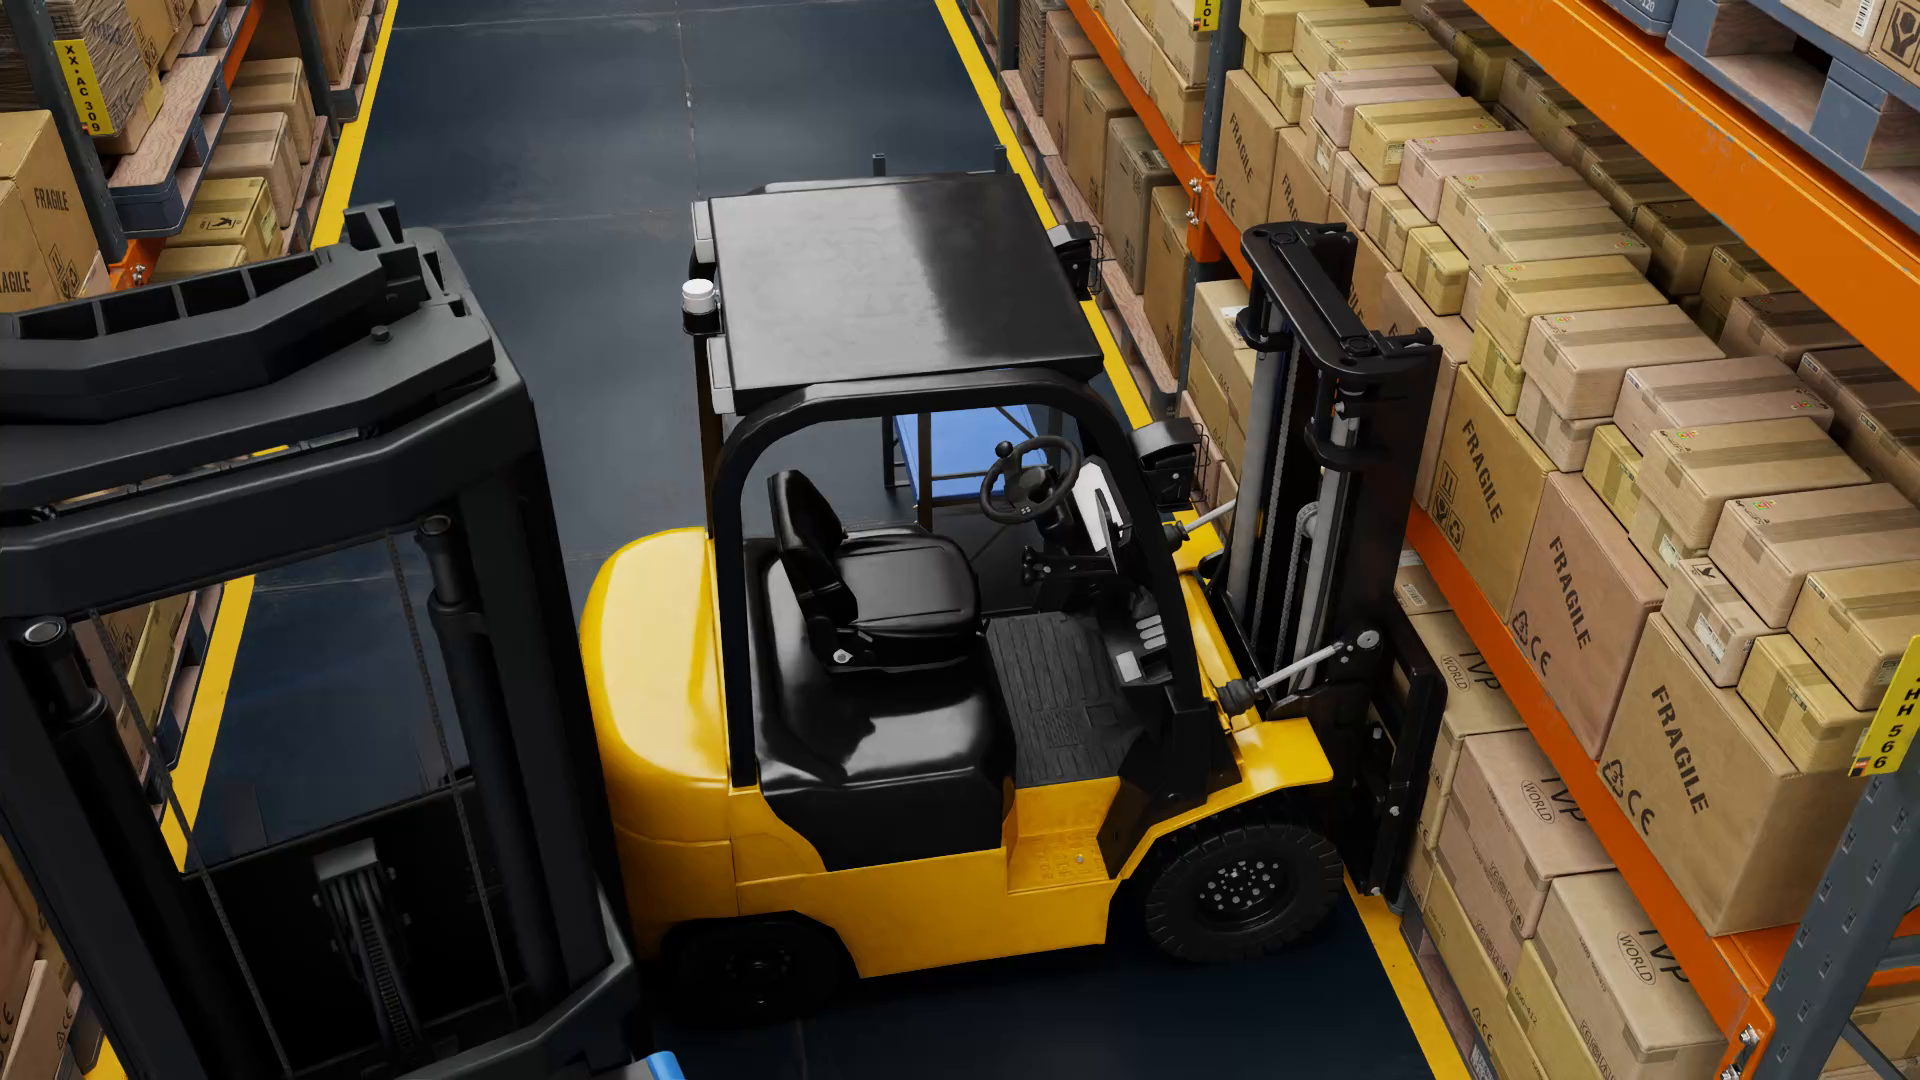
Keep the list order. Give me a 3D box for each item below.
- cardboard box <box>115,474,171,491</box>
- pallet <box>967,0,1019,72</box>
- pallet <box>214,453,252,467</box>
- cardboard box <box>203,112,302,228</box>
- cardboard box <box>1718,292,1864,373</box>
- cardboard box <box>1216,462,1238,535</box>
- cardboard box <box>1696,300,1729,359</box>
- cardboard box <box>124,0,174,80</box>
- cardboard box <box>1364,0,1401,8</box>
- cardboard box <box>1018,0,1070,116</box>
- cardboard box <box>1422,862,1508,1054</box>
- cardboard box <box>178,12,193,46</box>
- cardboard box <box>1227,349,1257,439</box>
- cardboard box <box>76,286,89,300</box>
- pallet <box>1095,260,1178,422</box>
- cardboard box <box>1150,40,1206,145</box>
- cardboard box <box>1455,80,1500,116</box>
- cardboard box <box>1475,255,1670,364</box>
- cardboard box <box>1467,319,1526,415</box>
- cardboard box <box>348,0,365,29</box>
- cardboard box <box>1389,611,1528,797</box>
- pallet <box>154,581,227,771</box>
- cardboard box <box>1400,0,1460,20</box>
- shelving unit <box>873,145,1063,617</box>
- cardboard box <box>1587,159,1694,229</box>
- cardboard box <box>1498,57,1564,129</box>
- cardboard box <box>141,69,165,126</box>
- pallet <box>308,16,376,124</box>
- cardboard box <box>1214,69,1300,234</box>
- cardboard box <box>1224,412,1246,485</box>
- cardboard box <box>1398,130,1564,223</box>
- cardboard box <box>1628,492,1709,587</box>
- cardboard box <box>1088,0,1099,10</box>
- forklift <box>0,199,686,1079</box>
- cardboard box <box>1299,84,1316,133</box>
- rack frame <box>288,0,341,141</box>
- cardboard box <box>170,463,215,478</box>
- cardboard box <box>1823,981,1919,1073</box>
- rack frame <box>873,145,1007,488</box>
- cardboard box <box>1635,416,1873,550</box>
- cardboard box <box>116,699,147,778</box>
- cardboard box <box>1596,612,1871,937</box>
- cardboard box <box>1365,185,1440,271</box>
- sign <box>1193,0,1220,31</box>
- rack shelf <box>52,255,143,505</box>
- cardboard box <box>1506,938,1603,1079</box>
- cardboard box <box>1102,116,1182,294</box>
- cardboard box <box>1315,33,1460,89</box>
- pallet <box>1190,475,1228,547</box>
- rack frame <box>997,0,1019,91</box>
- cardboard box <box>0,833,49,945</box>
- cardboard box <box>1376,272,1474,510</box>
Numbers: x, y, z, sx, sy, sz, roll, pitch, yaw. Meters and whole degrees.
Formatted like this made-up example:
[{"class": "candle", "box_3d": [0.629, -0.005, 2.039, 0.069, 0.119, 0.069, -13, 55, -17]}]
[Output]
[{"class": "cardboard box", "box_3d": [-3.084, -0.147, 5.782, 0.500, 0.500, 0.500, -7, 38, -9]}, {"class": "pallet", "box_3d": [0.639, -3.405, 10.961, 1.003, 0.211, 1.213, -6, 38, -8]}, {"class": "pallet", "box_3d": [-3.590, -0.468, 7.180, 1.003, 0.211, 1.213, -6, 38, -8]}, {"class": "cardboard box", "box_3d": [-3.927, -1.856, 8.494, 0.950, 0.372, 0.625, -7, 38, -9]}, {"class": "cardboard box", "box_3d": [2.114, -0.485, 4.077, 0.380, 0.149, 0.250, -5, 38, -7]}, {"class": "cardboard box", "box_3d": [1.297, -0.082, 6.310, 0.500, 0.250, 0.500, -7, 38, -9]}, {"class": "cardboard box", "box_3d": [2.175, -0.532, 4.380, 0.380, 0.149, 0.250, -5, 38, -6]}, {"class": "cardboard box", "box_3d": [-3.341, -2.038, 6.263, 0.500, 0.500, 0.500, -6, 38, -8]}, {"class": "cardboard box", "box_3d": [1.583, -2.166, 6.483, 0.380, 0.149, 0.250, -7, 38, -9]}, {"class": "cardboard box", "box_3d": [0.828, -2.901, 9.633, 0.875, 0.625, 0.625, -5, 38, -7]}, {"class": "cardboard box", "box_3d": [1.664, 1.149, 4.724, 0.500, 0.250, 0.500, -6, 38, -8]}, {"class": "cardboard box", "box_3d": [-3.444, -2.158, 6.945, 0.380, 0.149, 0.250, -6, 38, -8]}, {"class": "cardboard box", "box_3d": [1.289, -0.474, 6.000, 0.500, 0.250, 0.500, -6, 38, -8]}, {"class": "cardboard box", "box_3d": [-3.045, -0.689, 5.396, 0.380, 0.149, 0.250, -5, 38, -7]}, {"class": "pallet", "box_3d": [1.266, -0.975, 7.833, 1.003, 0.211, 1.213, -6, 38, -8]}, {"class": "cardboard box", "box_3d": [1.088, -1.852, 6.812, 0.500, 0.250, 0.500, -5, 38, -7]}, {"class": "cardboard box", "box_3d": [1.859, -1.456, 5.569, 0.380, 0.149, 0.250, -5, 38, -7]}, {"class": "cardboard box", "box_3d": [1.542, -0.586, 4.207, 0.380, 0.149, 0.250, -6, 38, -7]}, {"class": "cardboard box", "box_3d": [1.550, -0.466, 4.295, 0.380, 0.149, 0.250, -6, 38, -8]}, {"class": "cardboard box", "box_3d": [-4.345, -3.807, 10.595, 0.875, 0.875, 0.875, -6, 38, -7]}, {"class": "cardboard box", "box_3d": [1.554, 0.450, 4.810, 0.500, 0.250, 0.500, -6, 38, -7]}, {"class": "pallet", "box_3d": [-3.300, 0.404, 6.058, 1.003, 0.211, 1.213, -6, 38, -8]}, {"class": "cardboard box", "box_3d": [1.787, -1.888, 5.883, 0.380, 0.149, 0.250, -6, 38, -8]}, {"class": "shelving unit", "box_3d": [0.015, -0.541, 6.224, 0.538, 1.500, 1.048, -6, 38, -8]}, {"class": "cardboard box", "box_3d": [1.994, -0.955, 4.681, 0.380, 0.149, 0.250, -5, 38, -7]}, {"class": "cardboard box", "box_3d": [1.956, -1.429, 5.292, 0.380, 0.149, 0.250, -7, 38, -9]}, {"class": "cardboard box", "box_3d": [-3.273, -1.685, 6.337, 0.380, 0.149, 0.250, -5, 38, -7]}, {"class": "pallet", "box_3d": [-4.218, -2.898, 10.309, 1.003, 0.211, 1.213, -6, 38, -8]}, {"class": "cardboard box", "box_3d": [1.255, -1.379, 5.998, 0.500, 0.500, 0.500, -7, 38, -9]}, {"class": "cardboard box", "box_3d": [1.305, -0.283, 6.161, 0.500, 0.250, 0.500, -6, 38, -8]}, {"class": "cardboard box", "box_3d": [1.502, -1.054, 4.810, 0.380, 0.149, 0.250, -6, 38, -8]}, {"class": "cardboard box", "box_3d": [1.739, -0.009, 3.706, 0.380, 0.149, 0.250, -6, 38, -7]}, {"class": "cardboard box", "box_3d": [0.839, -2.770, 7.992, 0.500, 0.250, 0.500, -5, 38, -6]}, {"class": "forklift", "box_3d": [-1.398, 0.533, 3.674, 1.130, 2.935, 3.031, -17, 41, -21]}, {"class": "cardboard box", "box_3d": [1.351, -1.400, 5.496, 0.380, 0.149, 0.250, -6, 38, -8]}, {"class": "rack frame", "box_3d": [-4.154, -3.515, 8.830, 1.000, 3.000, 0.127, -6, 38, -8]}, {"class": "cardboard box", "box_3d": [-3.547, -0.544, 6.805, 0.950, 0.372, 0.625, -6, 38, -7]}, {"class": "cardboard box", "box_3d": [2.237, 0.995, 4.108, 0.500, 0.250, 0.500, -7, 38, -9]}, {"class": "rack frame", "box_3d": [-0.074, -0.848, 6.619, 0.500, 1.500, 0.032, -6, 38, -8]}, {"class": "cardboard box", "box_3d": [1.718, -0.127, 3.616, 0.380, 0.149, 0.250, -5, 38, -7]}, {"class": "cardboard box", "box_3d": [-2.896, 0.777, 5.204, 0.500, 0.250, 0.500, -6, 38, -7]}, {"class": "cardboard box", "box_3d": [1.790, 0.472, 3.616, 0.500, 0.500, 0.500, -7, 38, -9]}, {"class": "cardboard box", "box_3d": [1.427, -0.934, 4.897, 0.380, 0.149, 0.250, -7, 38, -9]}, {"class": "sign", "box_3d": [0.901, -1.997, 5.996, 0.100, 0.325, 0.005, -6, 38, -8]}, {"class": "rack shelf", "box_3d": [-3.102, 0.393, 4.386, 1.077, 0.370, 4.000, -6, 38, -8]}, {"class": "cardboard box", "box_3d": [1.742, 1.243, 4.197, 0.500, 0.250, 0.500, -7, 38, -9]}, {"class": "cardboard box", "box_3d": [1.203, -1.647, 8.018, 0.875, 0.625, 0.625, -7, 38, -8]}, {"class": "cardboard box", "box_3d": [1.386, -1.523, 5.412, 0.380, 0.149, 0.250, -7, 38, -9]}, {"class": "pallet", "box_3d": [1.532, -0.049, 6.641, 1.003, 0.211, 1.213, -6, 38, -8]}, {"class": "rack frame", "box_3d": [0.733, -4.051, 9.520, 1.000, 3.000, 0.127, -6, 38, -8]}, {"class": "cardboard box", "box_3d": [-2.801, 0.790, 4.576, 0.500, 0.500, 0.500, -6, 38, -7]}, {"class": "cardboard box", "box_3d": [1.519, -0.454, 4.808, 0.500, 0.500, 0.500, -6, 38, -8]}]
